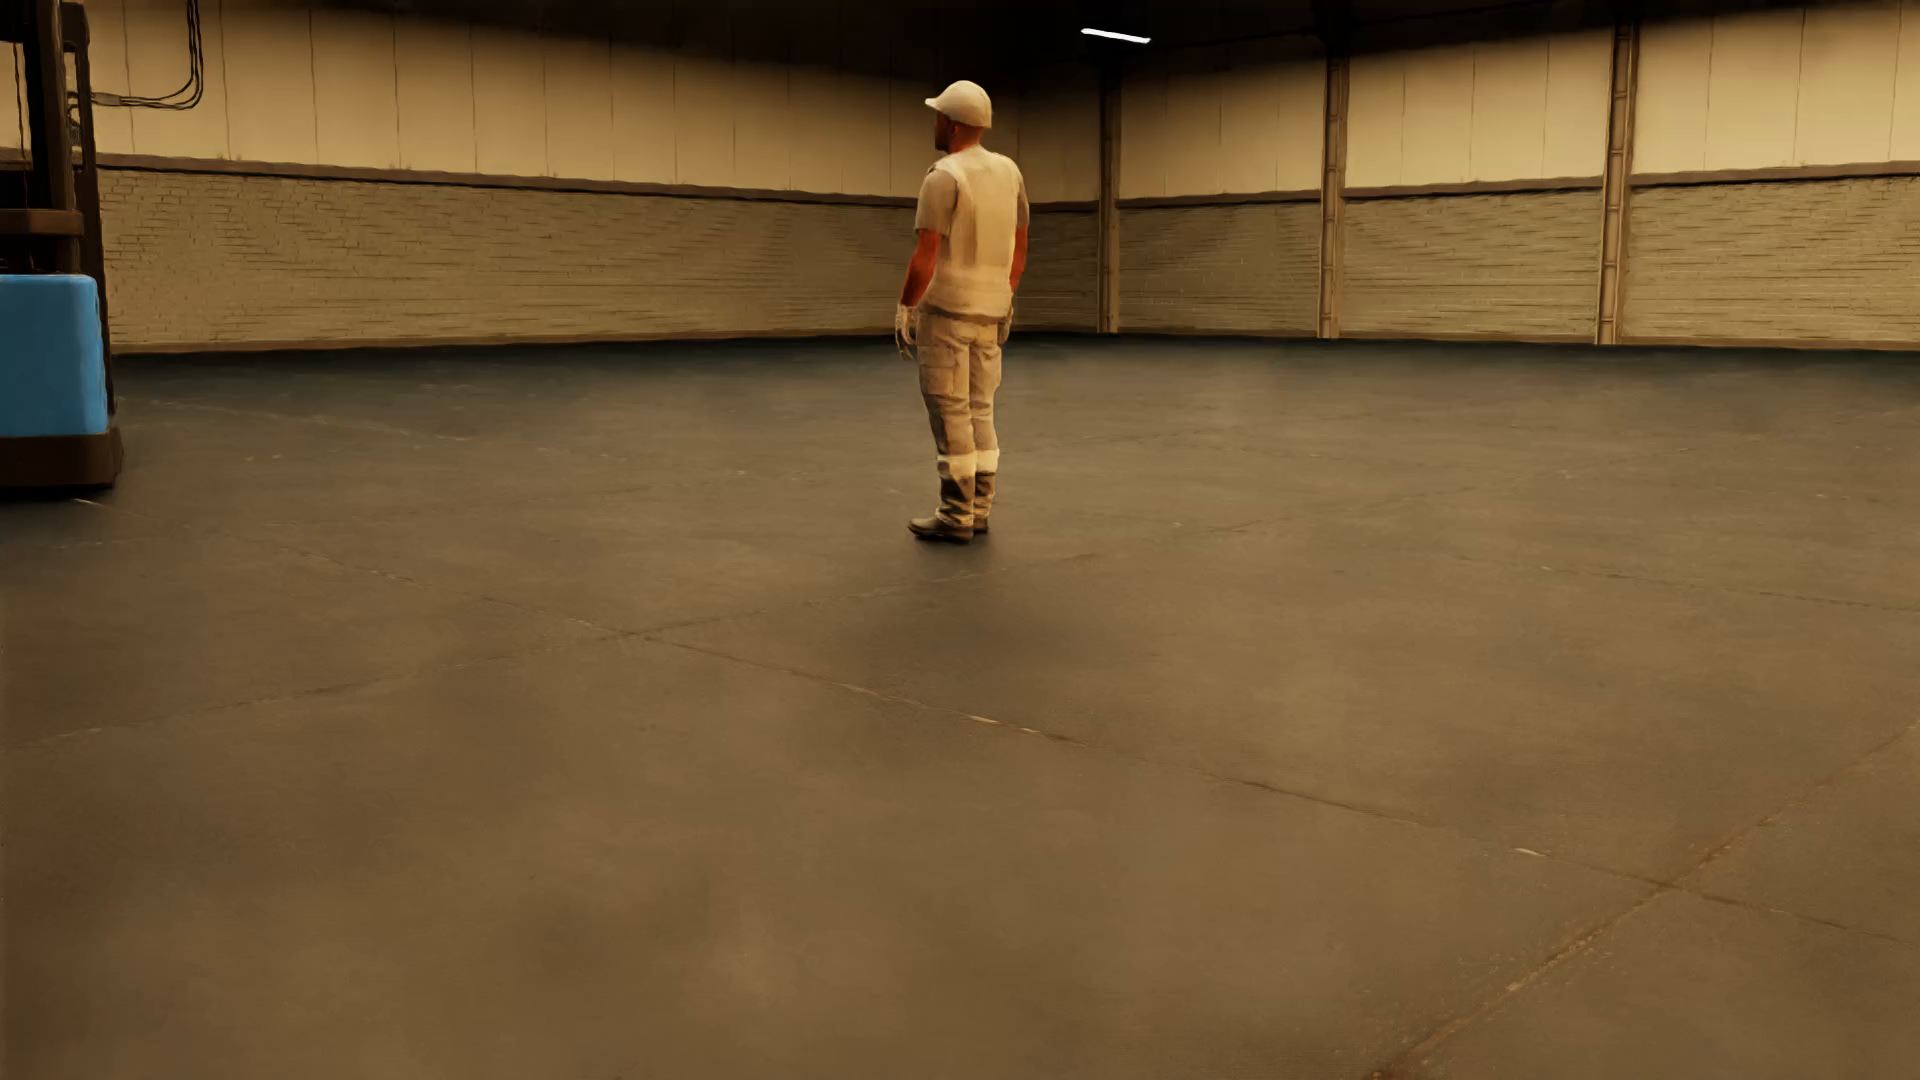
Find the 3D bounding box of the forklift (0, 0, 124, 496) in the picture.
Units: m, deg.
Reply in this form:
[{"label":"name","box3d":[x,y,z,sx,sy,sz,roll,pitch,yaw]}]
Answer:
[{"label":"forklift","box3d":[-5.252,-1.823,8.981,1.130,2.935,3.031,-4,10,-26]}]

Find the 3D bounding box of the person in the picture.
[{"label":"person","box3d":[-0.050,-0.901,6.646,0.563,1.787,0.637,8,12,43]}]
